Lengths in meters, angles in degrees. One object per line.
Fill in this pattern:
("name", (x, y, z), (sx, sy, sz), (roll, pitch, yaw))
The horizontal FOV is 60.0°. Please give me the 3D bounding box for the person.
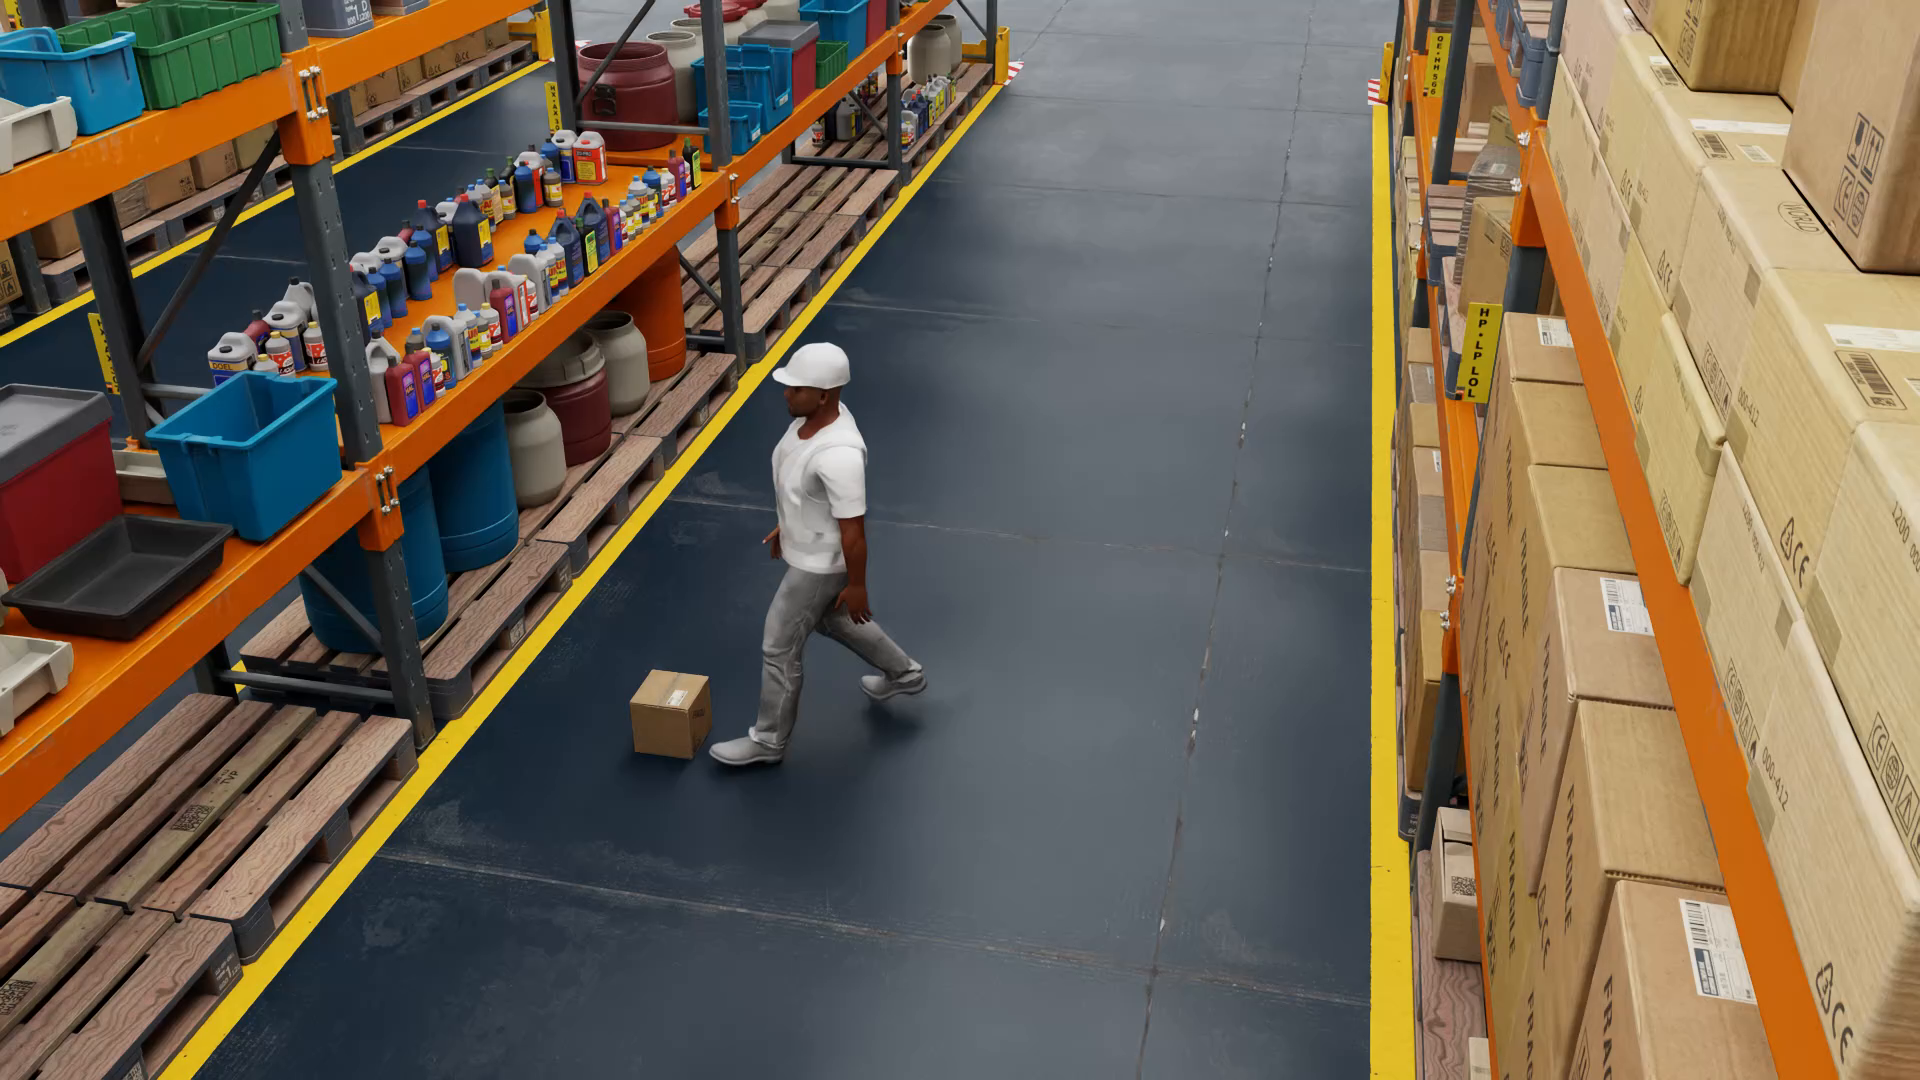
("person", (-0.583, 0.040, 6.534), (0.943, 1.734, 0.598), (-6, 29, -10))
